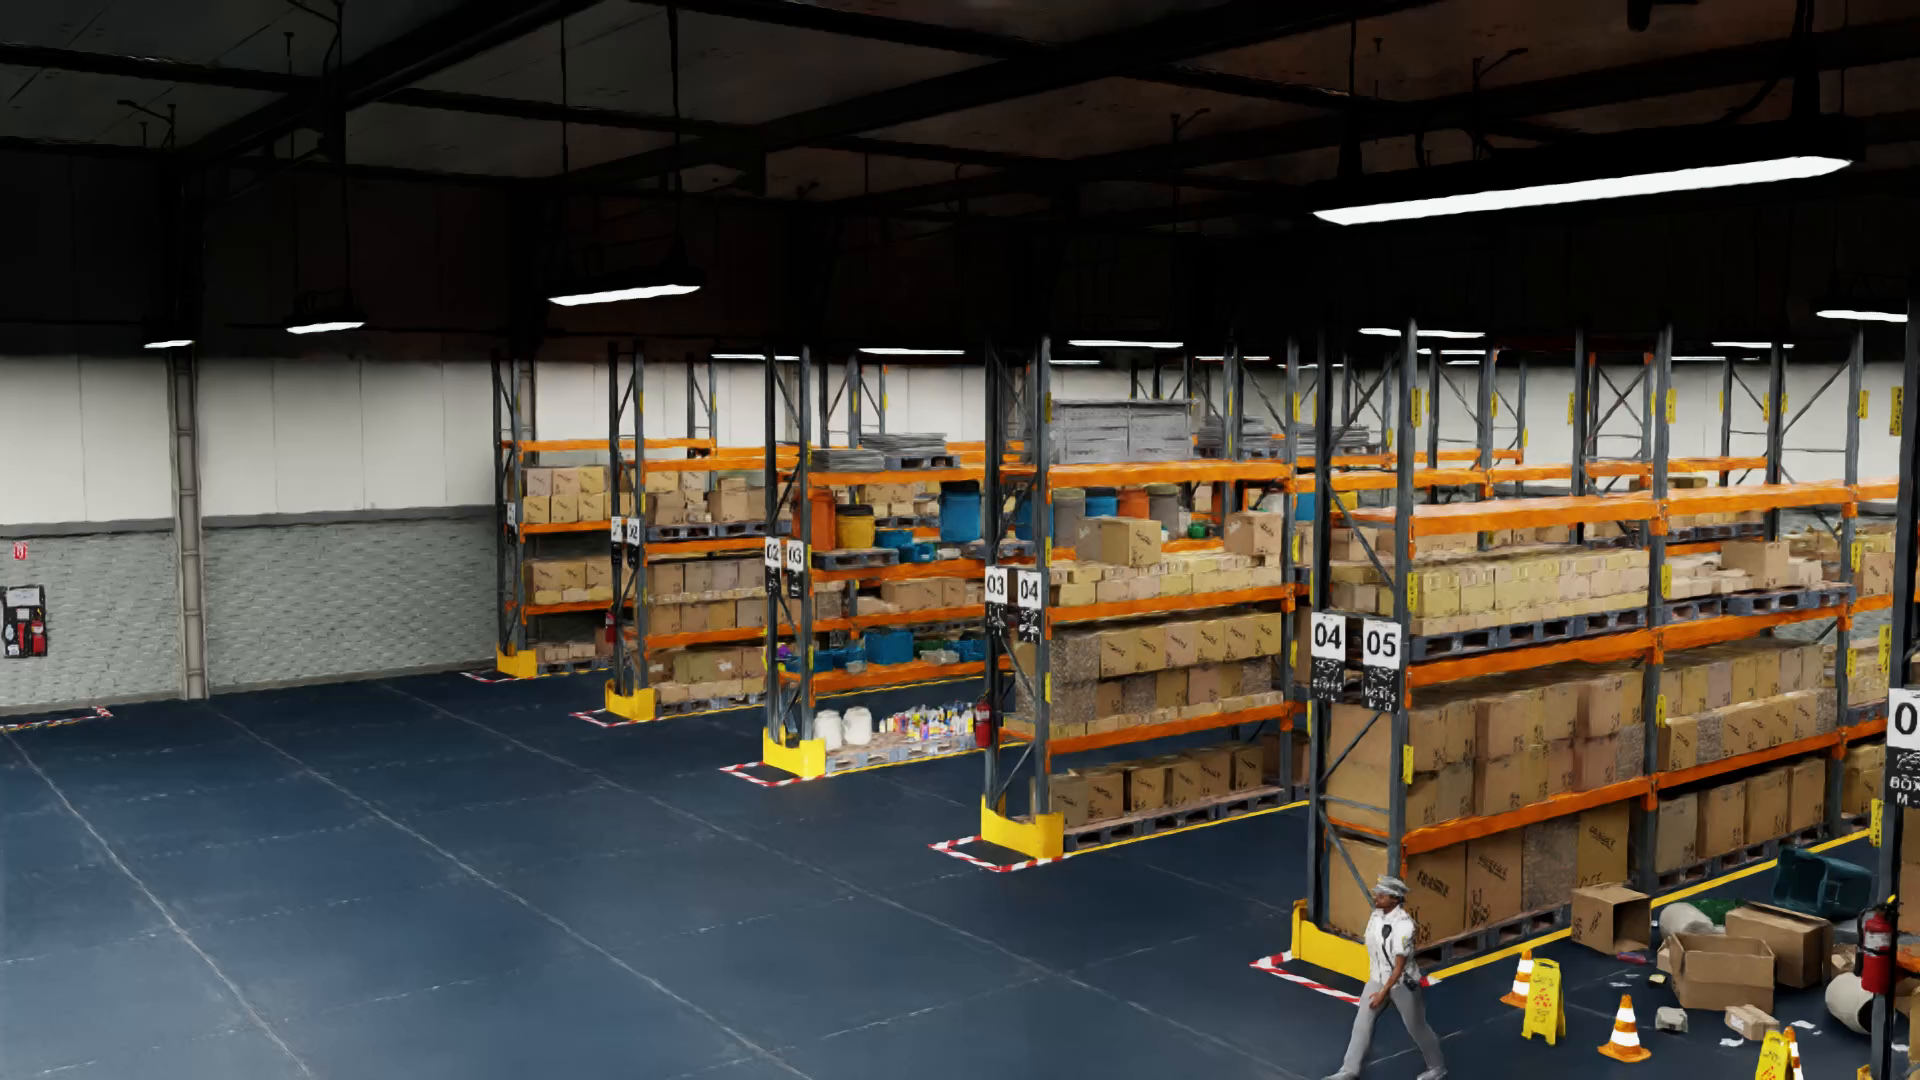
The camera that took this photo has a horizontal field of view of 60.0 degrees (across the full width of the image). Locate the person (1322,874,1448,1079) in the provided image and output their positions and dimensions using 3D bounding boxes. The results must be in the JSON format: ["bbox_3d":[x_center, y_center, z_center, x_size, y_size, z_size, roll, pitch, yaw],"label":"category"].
[{"bbox_3d":[3.188,3.260,12.312,0.992,1.623,0.441,-3,6,-28],"label":"person"}]

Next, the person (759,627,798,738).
[{"bbox_3d":[-2.750,2.126,24.977,0.578,1.714,0.719,-4,6,-39],"label":"person"}]
